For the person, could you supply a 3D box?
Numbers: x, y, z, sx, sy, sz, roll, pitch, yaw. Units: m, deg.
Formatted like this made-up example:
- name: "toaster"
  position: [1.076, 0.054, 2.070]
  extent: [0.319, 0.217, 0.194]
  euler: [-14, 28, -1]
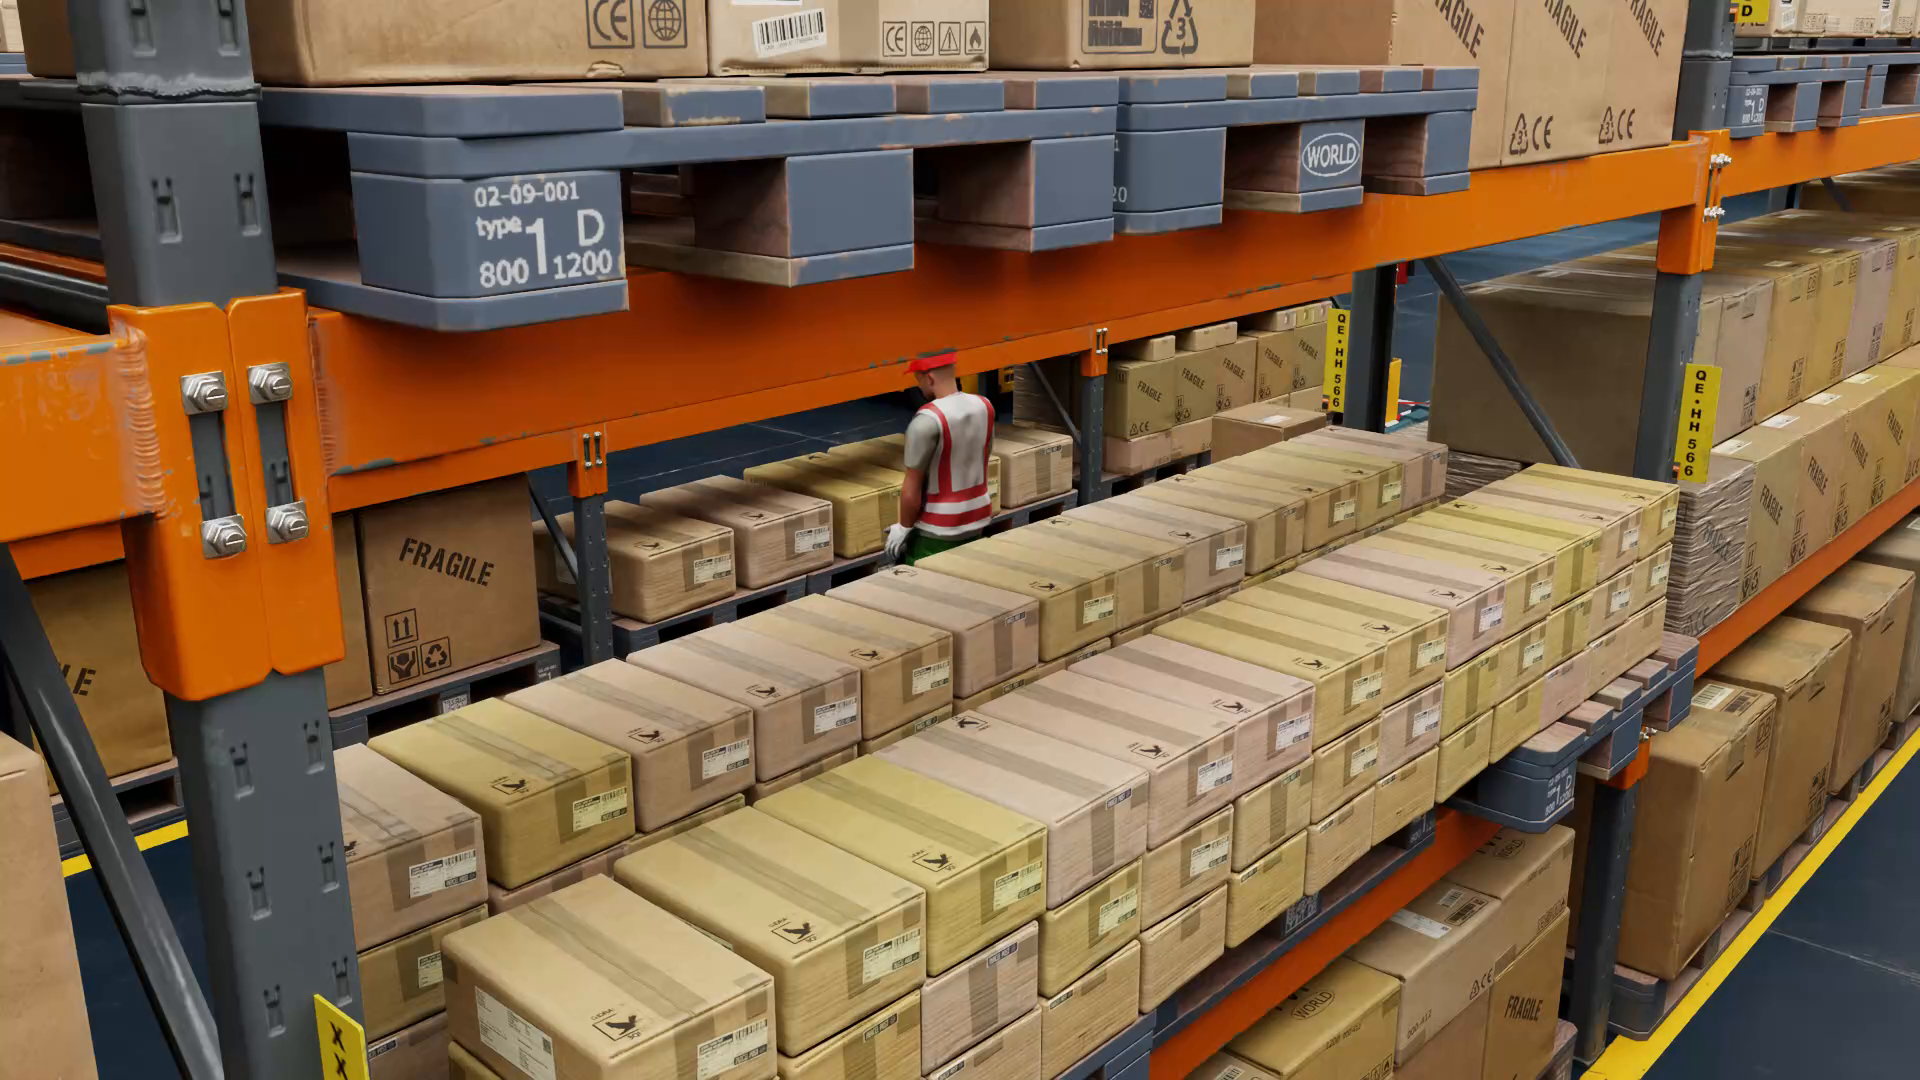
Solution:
- name: "person"
  position: [-0.088, -0.054, 7.719]
  extent: [0.388, 1.768, 0.533]
  euler: [15, 22, 41]
